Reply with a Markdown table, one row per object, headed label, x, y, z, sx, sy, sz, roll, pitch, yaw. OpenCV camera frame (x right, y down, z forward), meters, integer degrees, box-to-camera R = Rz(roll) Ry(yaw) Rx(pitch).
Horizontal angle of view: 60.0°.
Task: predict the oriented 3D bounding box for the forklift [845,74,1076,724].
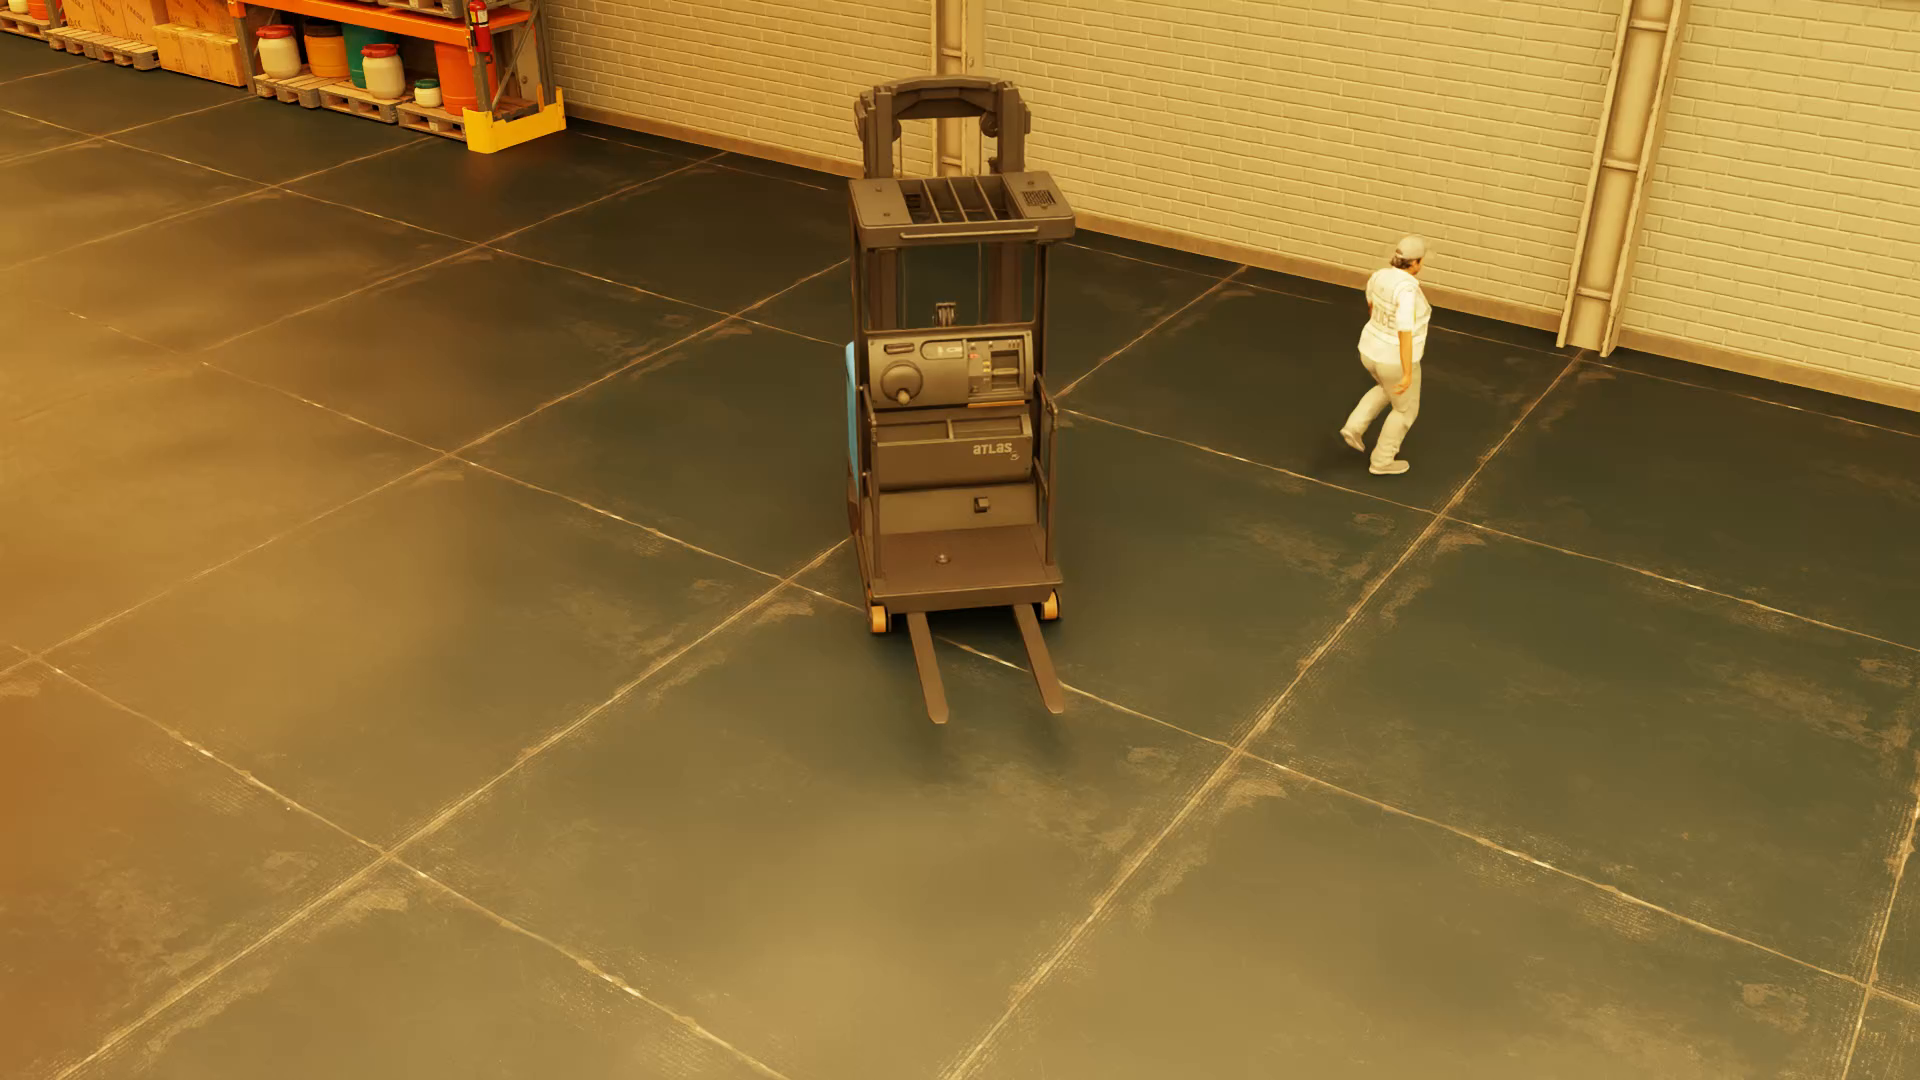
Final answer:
| label | x | y | z | sx | sy | sz | roll | pitch | yaw |
| --- | --- | --- | --- | --- | --- | --- | --- | --- | --- |
| forklift | -0.017 | -0.918 | 9.162 | 1.130 | 2.935 | 3.031 | -4 | 30 | -7 |

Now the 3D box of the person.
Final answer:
| label | x | y | z | sx | sy | sz | roll | pitch | yaw |
| --- | --- | --- | --- | --- | --- | --- | --- | --- | --- |
| person | 2.869 | -1.220 | 10.969 | 0.454 | 1.645 | 0.646 | -11 | 32 | -18 |
